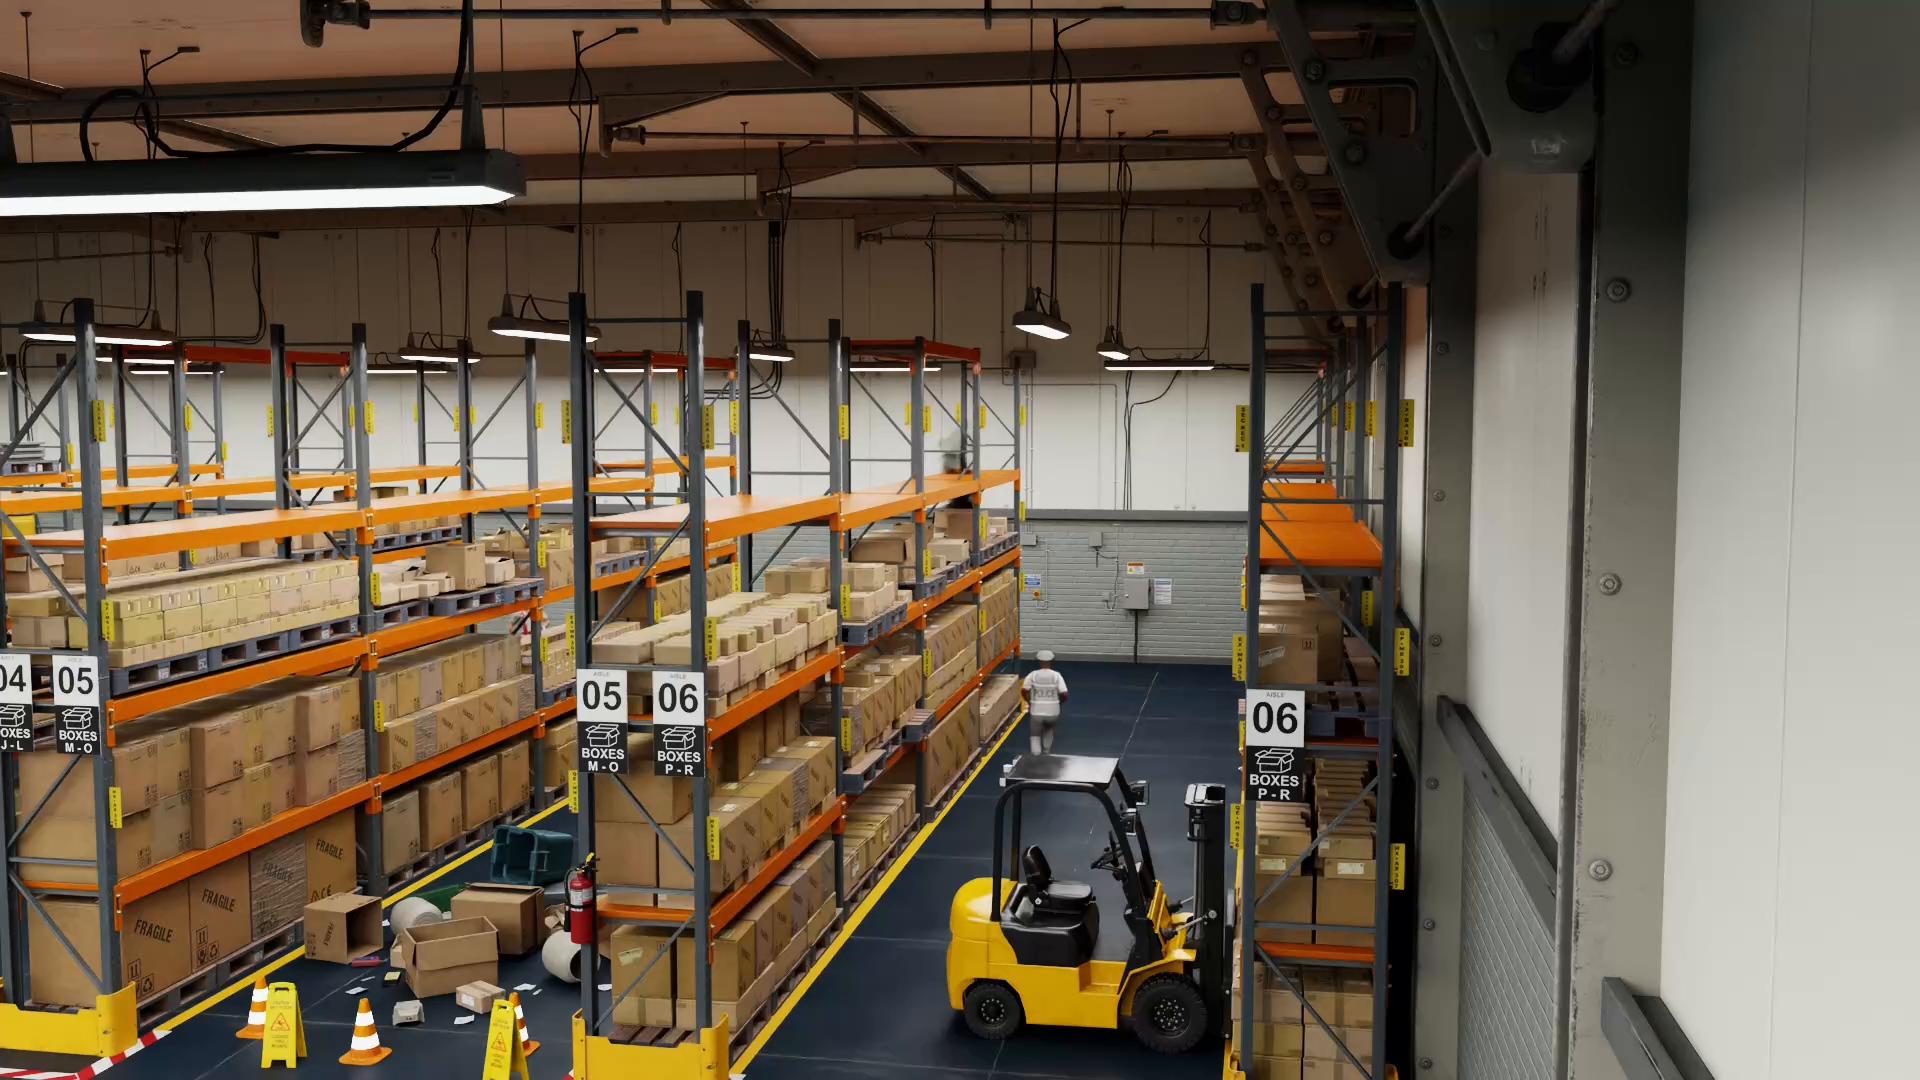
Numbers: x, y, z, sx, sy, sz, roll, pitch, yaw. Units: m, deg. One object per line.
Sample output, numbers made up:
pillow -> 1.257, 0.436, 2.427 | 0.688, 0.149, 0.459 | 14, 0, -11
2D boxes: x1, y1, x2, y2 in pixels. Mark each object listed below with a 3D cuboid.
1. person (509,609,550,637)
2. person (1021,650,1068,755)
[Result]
person -> -7.745, 1.843, 30.140 | 0.714, 1.763, 0.890 | -3, 6, -34
person -> 1.190, 2.392, 23.419 | 0.659, 1.690, 0.676 | 0, 5, 4
